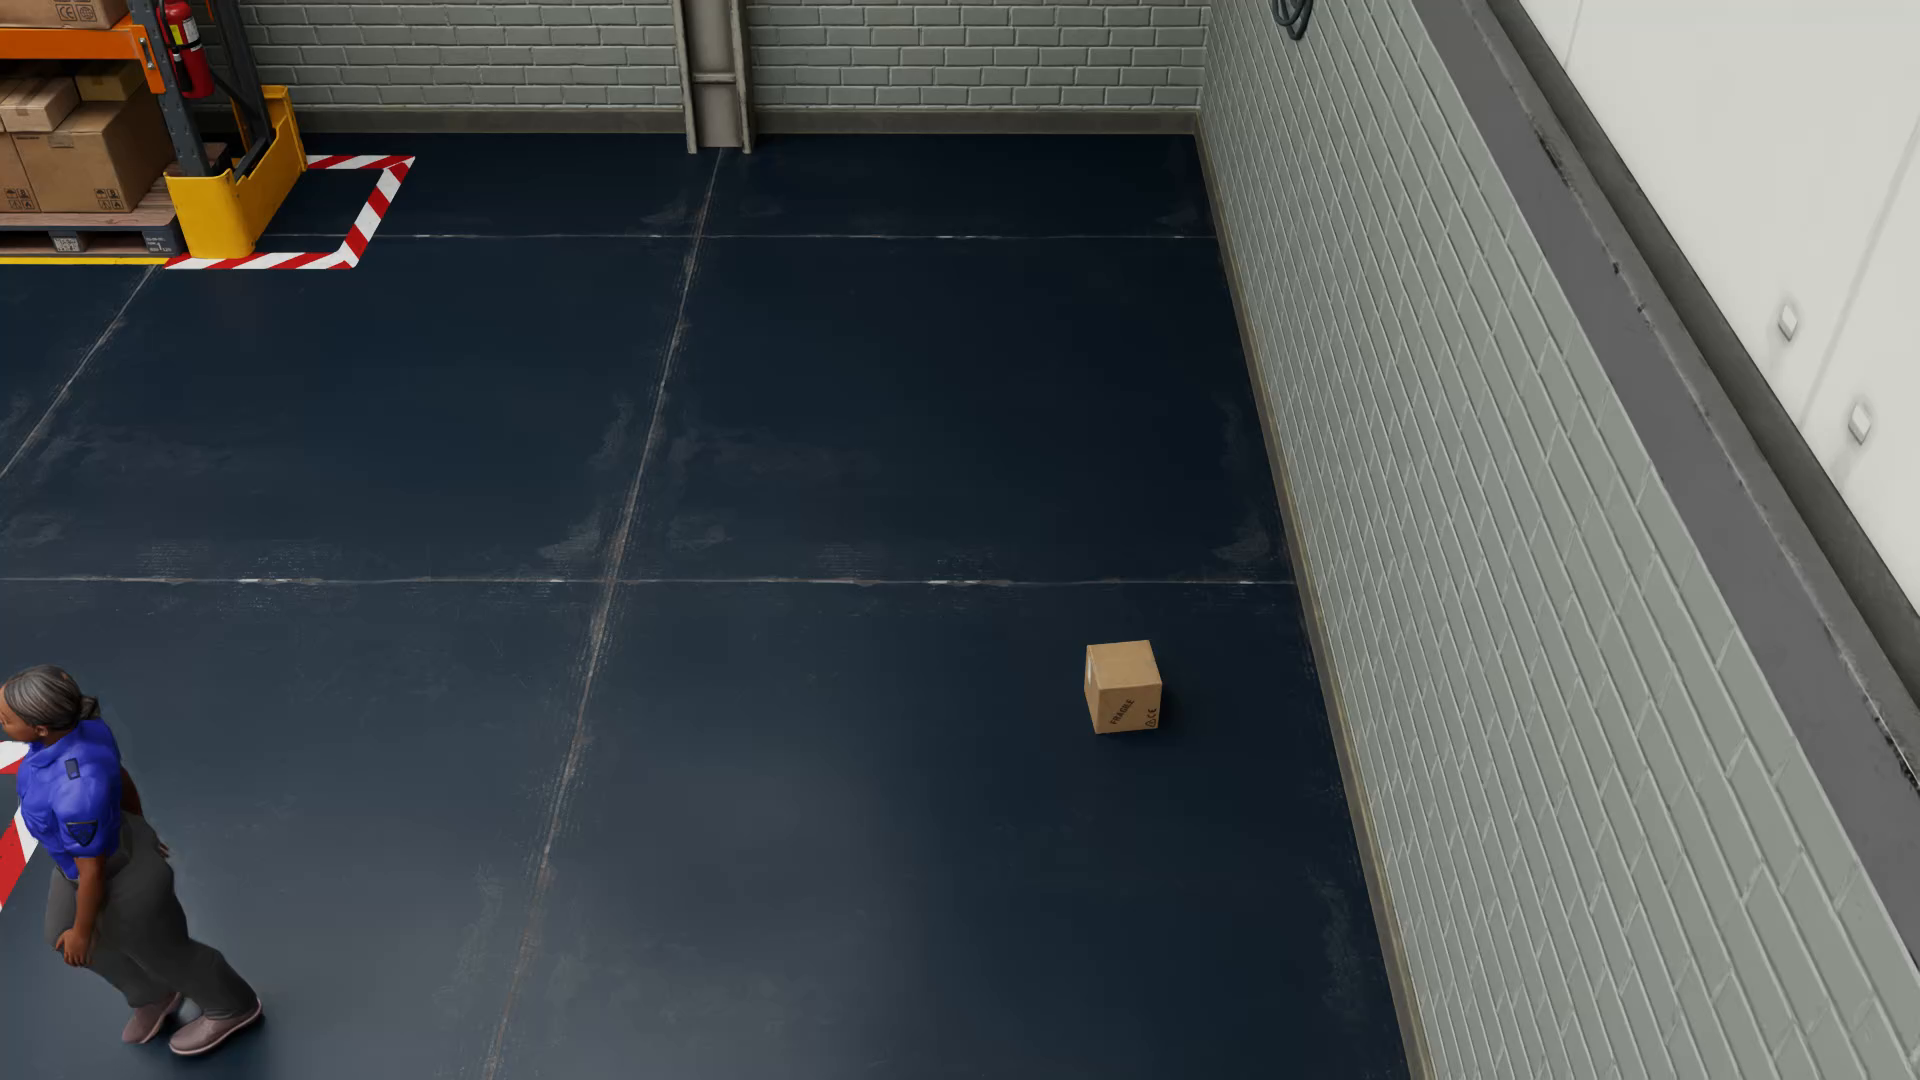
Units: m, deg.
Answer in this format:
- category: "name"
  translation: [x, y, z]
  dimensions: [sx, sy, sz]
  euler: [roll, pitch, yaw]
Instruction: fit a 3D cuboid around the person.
- category: "person"
  translation: [-2.532, 1.028, 4.942]
  dimensions: [0.487, 1.709, 0.441]
  euler: [-21, 44, -23]
